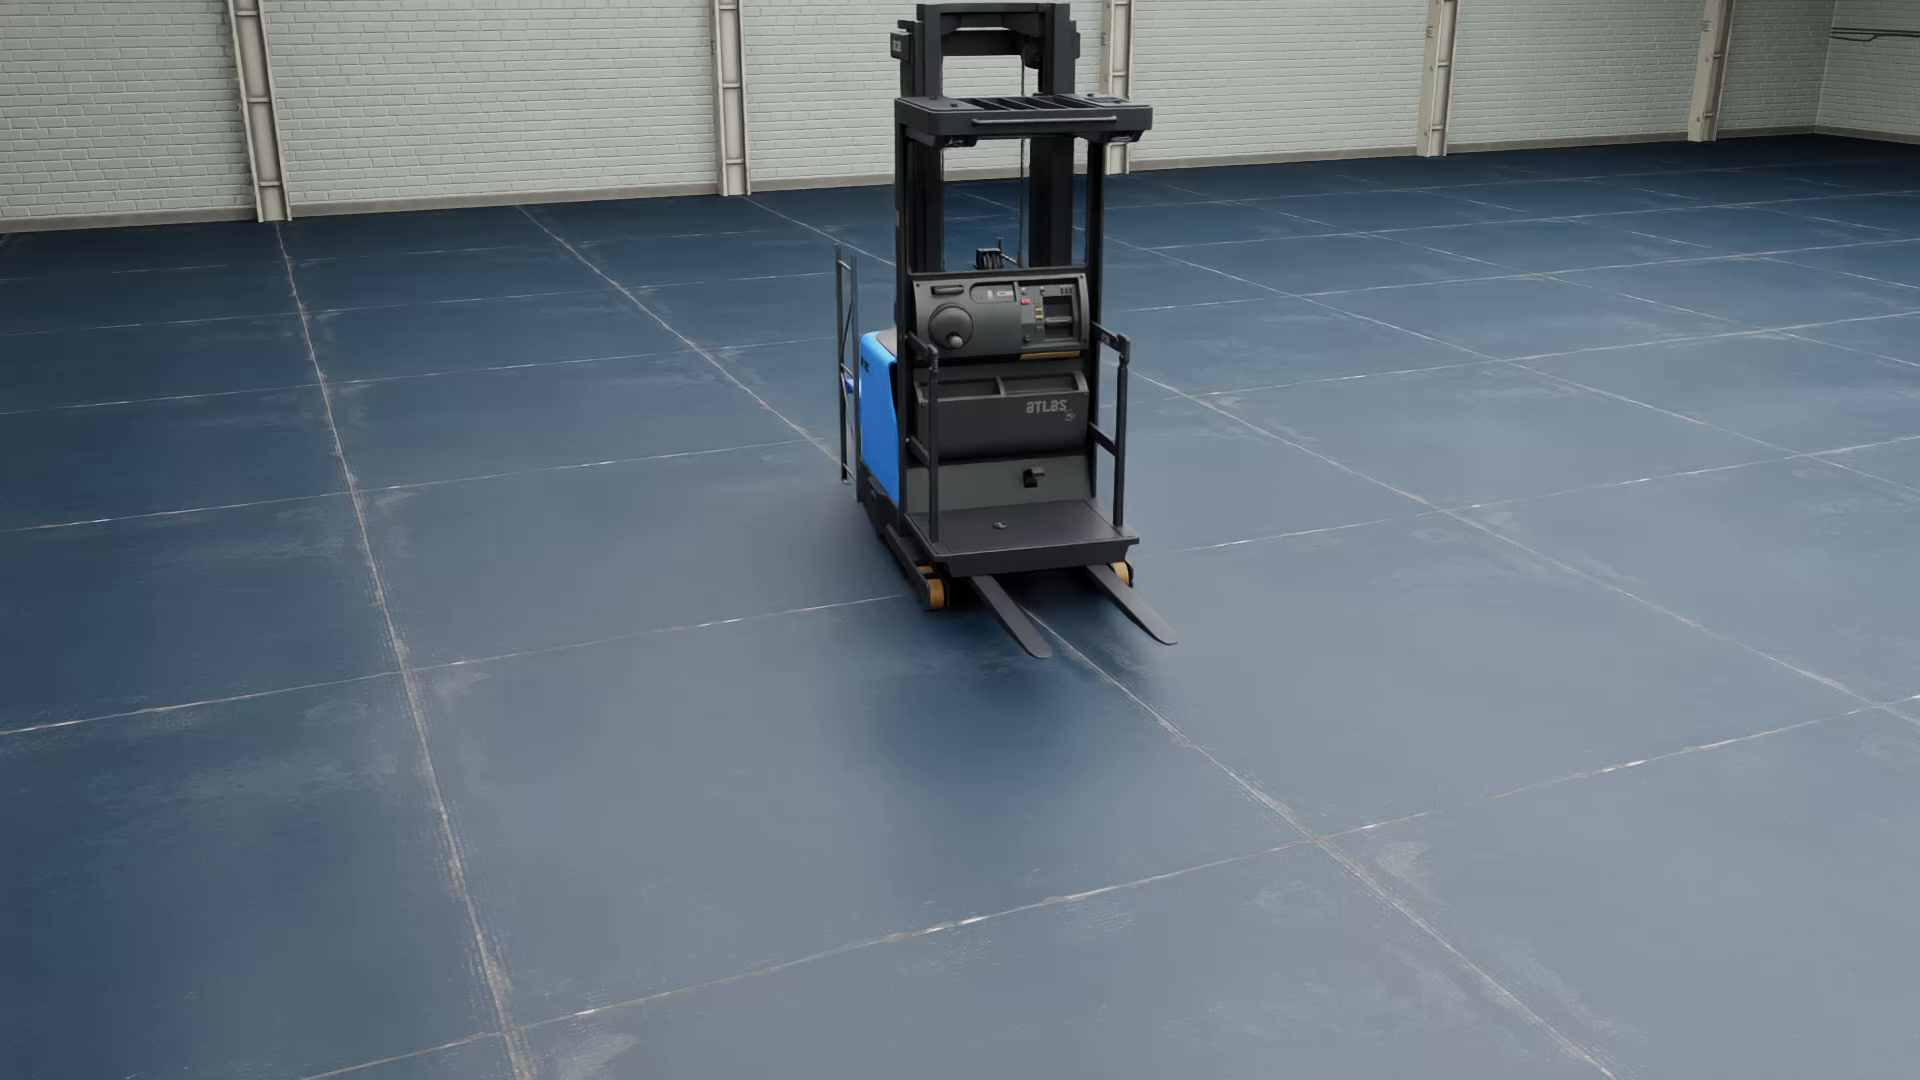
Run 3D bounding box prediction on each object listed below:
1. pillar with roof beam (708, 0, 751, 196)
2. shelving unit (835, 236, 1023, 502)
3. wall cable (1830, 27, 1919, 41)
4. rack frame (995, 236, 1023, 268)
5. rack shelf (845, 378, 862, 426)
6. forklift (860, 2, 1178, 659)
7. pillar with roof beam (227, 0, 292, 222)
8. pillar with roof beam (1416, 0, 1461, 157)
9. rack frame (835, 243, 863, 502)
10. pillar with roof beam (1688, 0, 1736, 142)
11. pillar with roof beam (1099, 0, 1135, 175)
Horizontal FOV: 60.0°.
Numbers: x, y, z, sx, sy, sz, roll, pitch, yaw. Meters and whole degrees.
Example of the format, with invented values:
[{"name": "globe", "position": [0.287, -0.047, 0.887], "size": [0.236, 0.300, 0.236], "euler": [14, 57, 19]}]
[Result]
[{"name": "pillar with roof beam", "position": [-1.455, -7.776, 18.058], "size": [0.400, 9.000, 9.100], "euler": [-8, 21, -22]}, {"name": "shelving unit", "position": [-0.189, -1.066, 10.277], "size": [1.048, 1.500, 0.538], "euler": [-5, 19, -15]}, {"name": "wall cable", "position": [16.597, -9.977, 28.983], "size": [0.112, 2.526, 3.097], "euler": [-8, 21, -22]}, {"name": "rack frame", "position": [0.301, -1.111, 10.405], "size": [0.032, 1.500, 0.500], "euler": [-5, 19, -15]}, {"name": "rack shelf", "position": [-0.188, -0.895, 10.334], "size": [1.000, 0.185, 0.538], "euler": [-5, 19, -15]}, {"name": "forklift", "position": [0.275, -1.164, 8.414], "size": [1.130, 2.935, 3.031], "euler": [-5, 20, -14]}, {"name": "pillar with roof beam", "position": [-6.964, -6.987, 15.816], "size": [0.400, 9.000, 9.100], "euler": [-8, 21, -22]}, {"name": "pillar with roof beam", "position": [9.564, -9.355, 22.541], "size": [0.400, 9.000, 9.100], "euler": [-8, 21, -22]}, {"name": "rack frame", "position": [-0.679, -1.021, 10.149], "size": [0.032, 1.500, 0.500], "euler": [-5, 19, -15]}, {"name": "pillar with roof beam", "position": [15.073, -10.144, 24.783], "size": [0.400, 9.000, 9.100], "euler": [-8, 21, -22]}, {"name": "pillar with roof beam", "position": [4.055, -8.566, 20.300], "size": [0.400, 9.000, 9.100], "euler": [-8, 21, -22]}]
